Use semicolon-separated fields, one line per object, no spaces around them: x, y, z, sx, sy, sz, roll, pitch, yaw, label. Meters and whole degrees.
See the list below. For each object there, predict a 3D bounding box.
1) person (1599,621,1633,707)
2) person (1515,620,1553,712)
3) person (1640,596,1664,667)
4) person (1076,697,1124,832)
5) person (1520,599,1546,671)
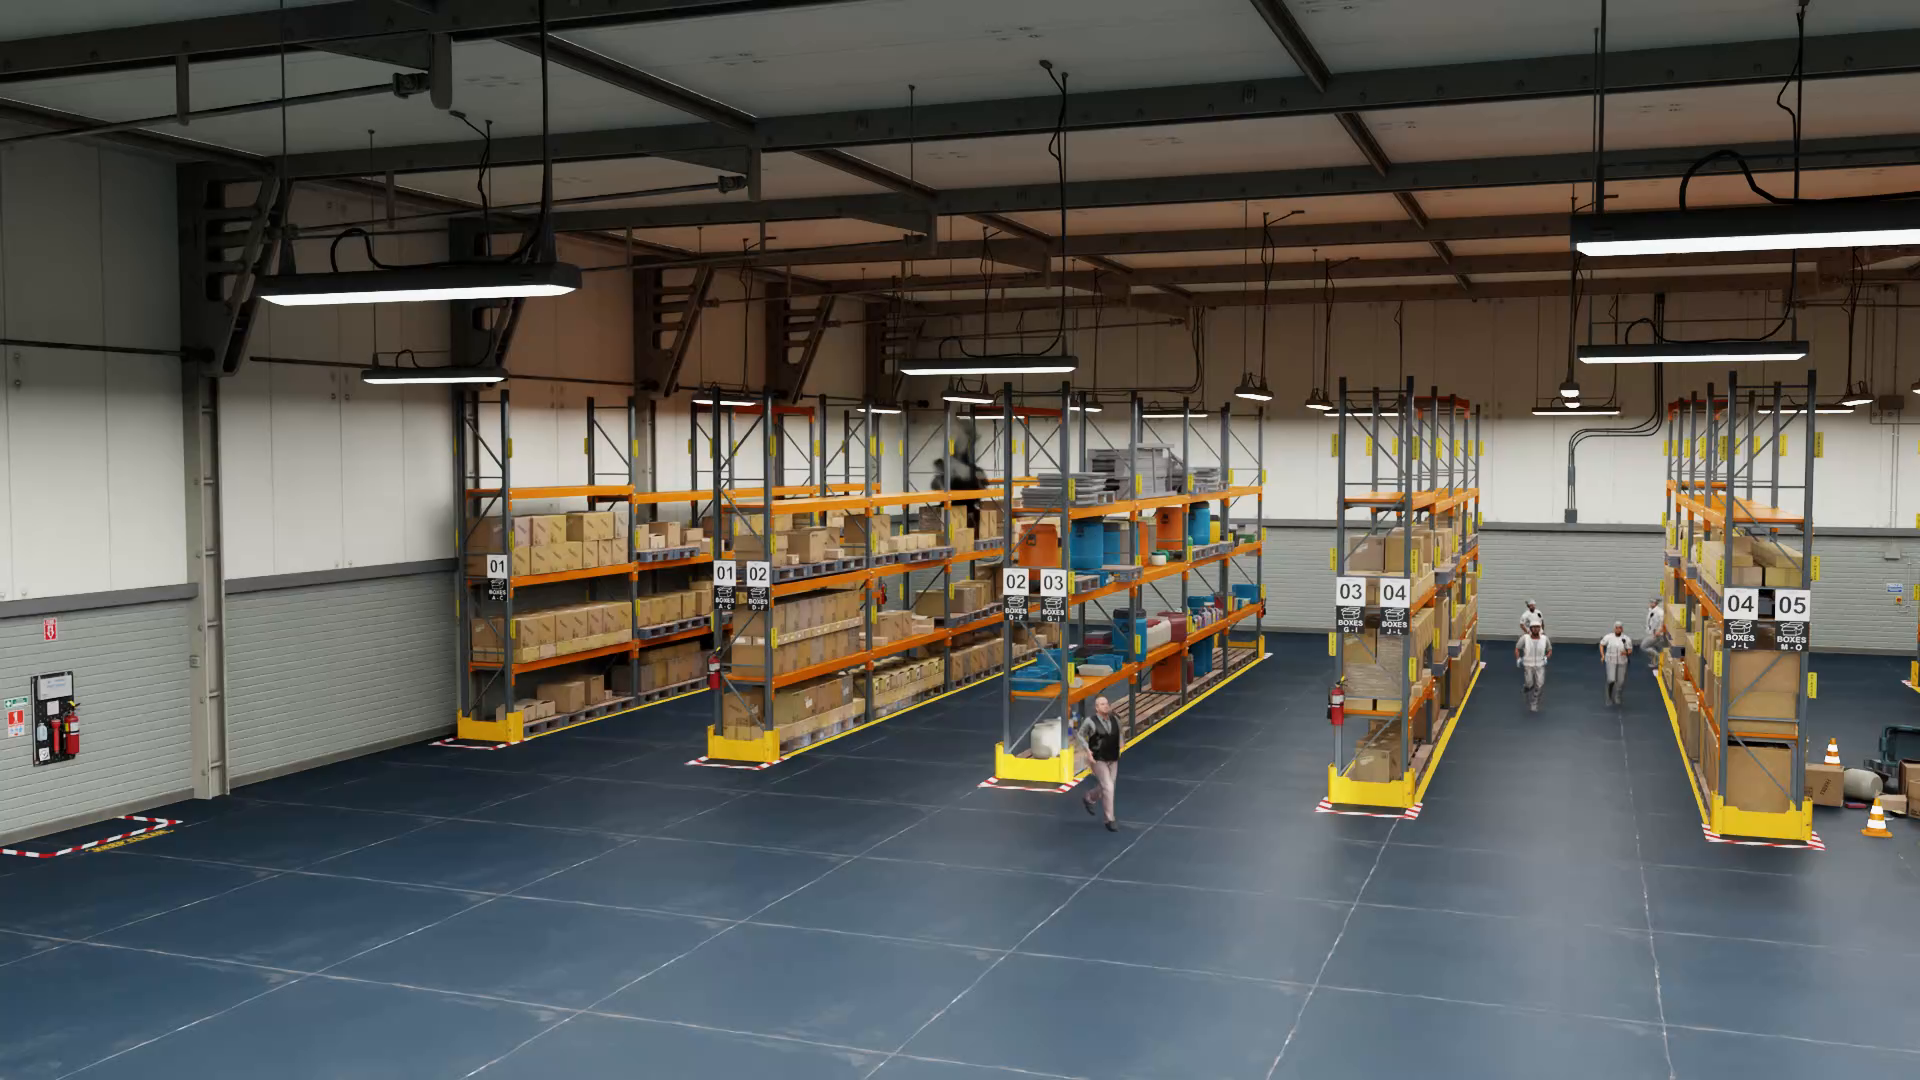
12.698;2.407;32.155;0.586;1.664;0.658;1;3;15;person
10.923;2.396;31.631;0.686;1.733;0.599;1;3;10;person
15.762;2.094;37.822;0.546;1.675;0.799;1;3;9;person
1.893;2.937;22.050;0.653;1.729;0.850;-2;4;-30;person
12.915;2.124;37.453;0.649;1.623;0.533;0;3;-4;person
